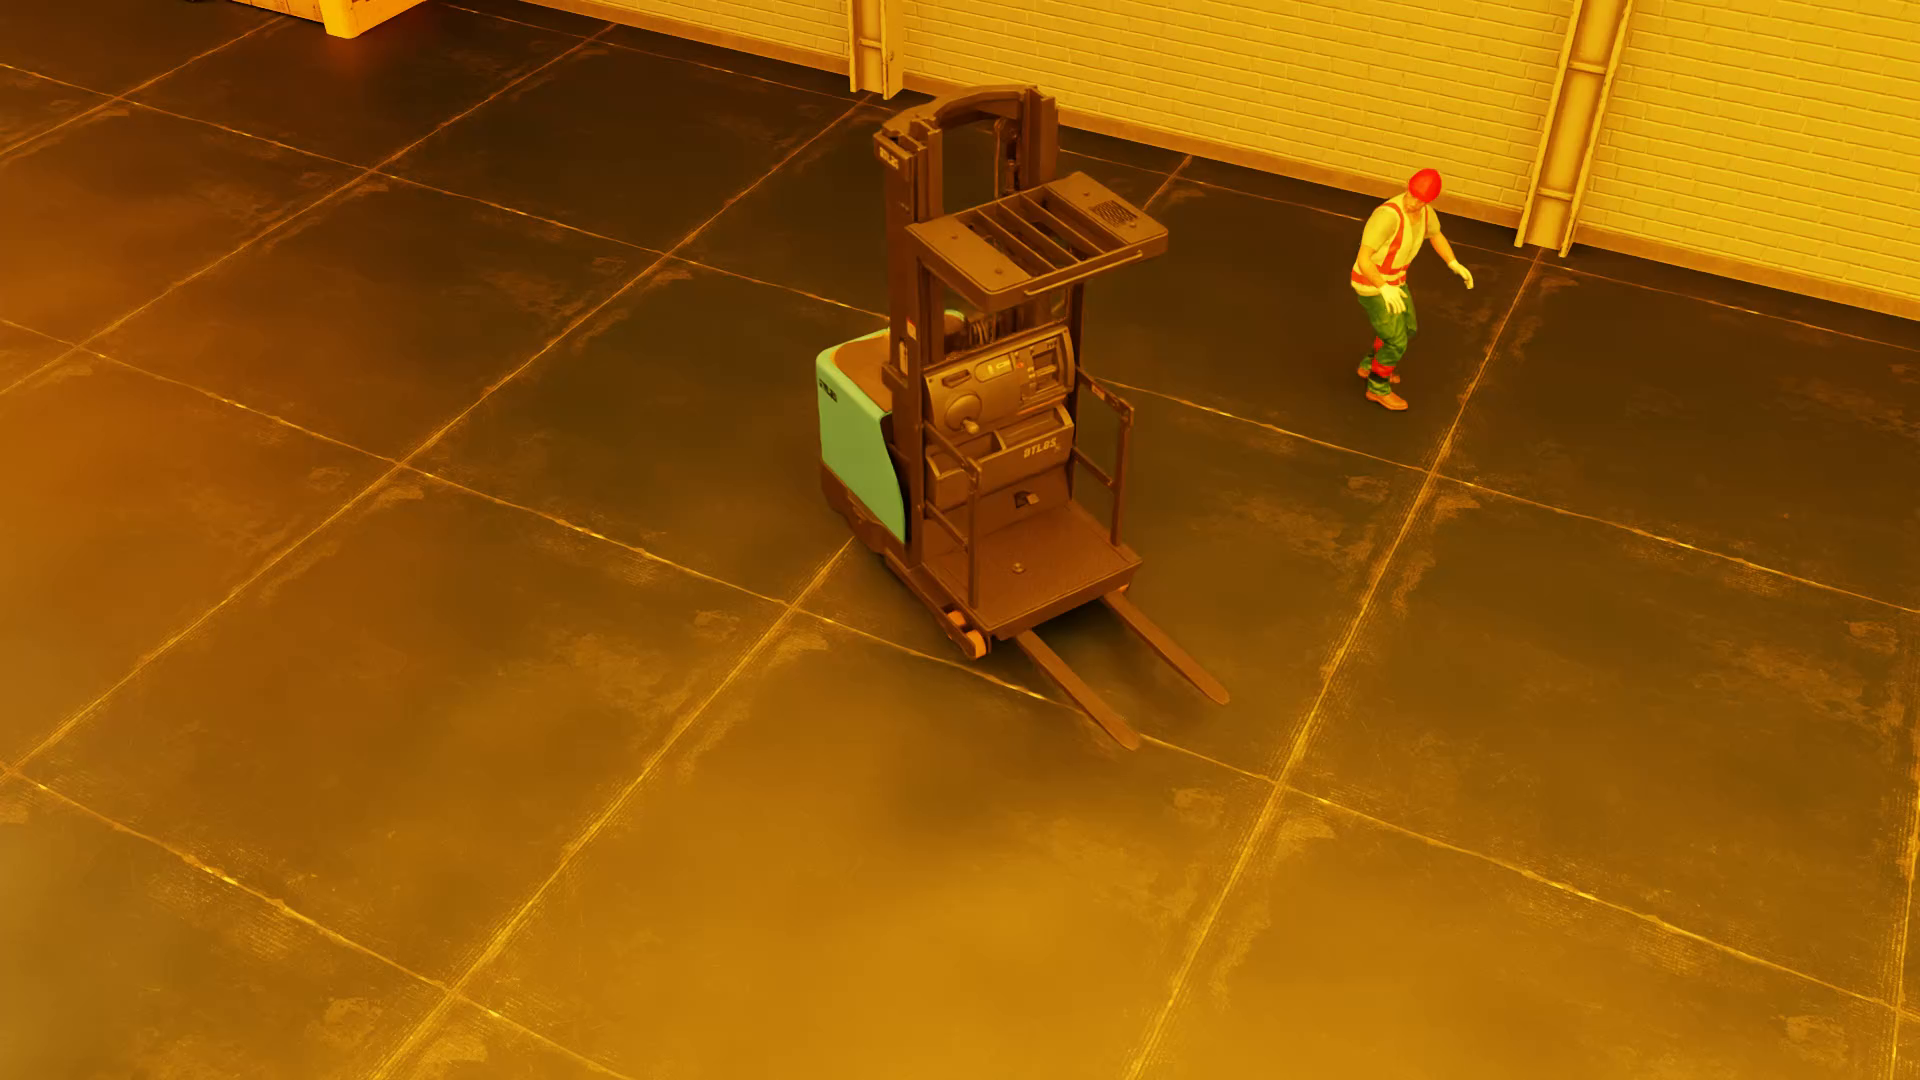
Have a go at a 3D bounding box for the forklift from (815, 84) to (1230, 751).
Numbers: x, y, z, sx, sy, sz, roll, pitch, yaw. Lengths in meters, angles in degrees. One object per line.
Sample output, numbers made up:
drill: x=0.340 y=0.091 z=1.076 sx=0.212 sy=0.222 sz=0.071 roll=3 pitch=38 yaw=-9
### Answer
forklift: x=0.343 y=-0.793 z=8.929 sx=1.130 sy=2.935 sz=3.031 roll=-23 pitch=45 yaw=-25

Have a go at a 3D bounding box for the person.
person: x=2.923 y=-1.630 z=10.898 sx=0.675 sy=1.722 sz=0.784 roll=27 pitch=47 yaw=29
